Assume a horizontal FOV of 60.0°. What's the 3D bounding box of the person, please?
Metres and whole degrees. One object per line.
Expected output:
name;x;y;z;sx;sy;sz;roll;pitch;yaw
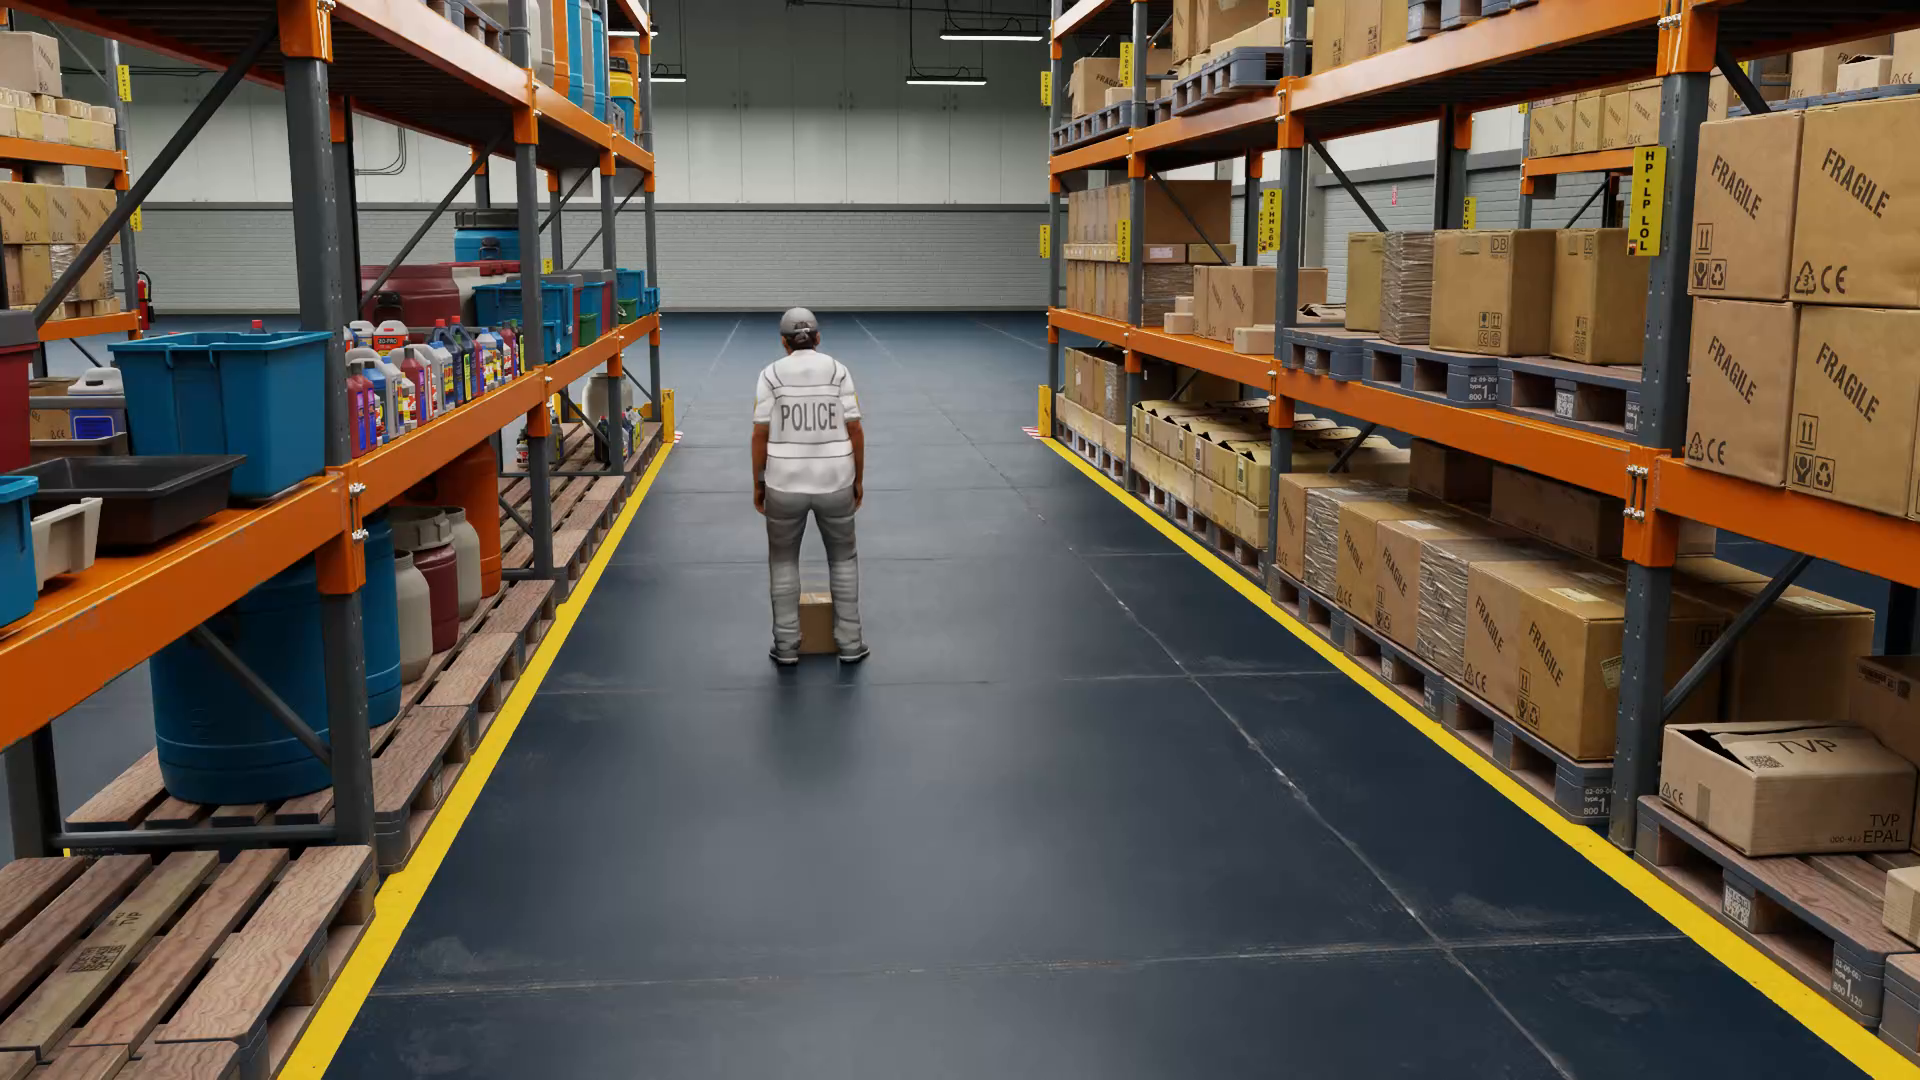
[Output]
person;-0.700;-0.252;7.801;0.554;1.665;0.468;-2;10;-9
